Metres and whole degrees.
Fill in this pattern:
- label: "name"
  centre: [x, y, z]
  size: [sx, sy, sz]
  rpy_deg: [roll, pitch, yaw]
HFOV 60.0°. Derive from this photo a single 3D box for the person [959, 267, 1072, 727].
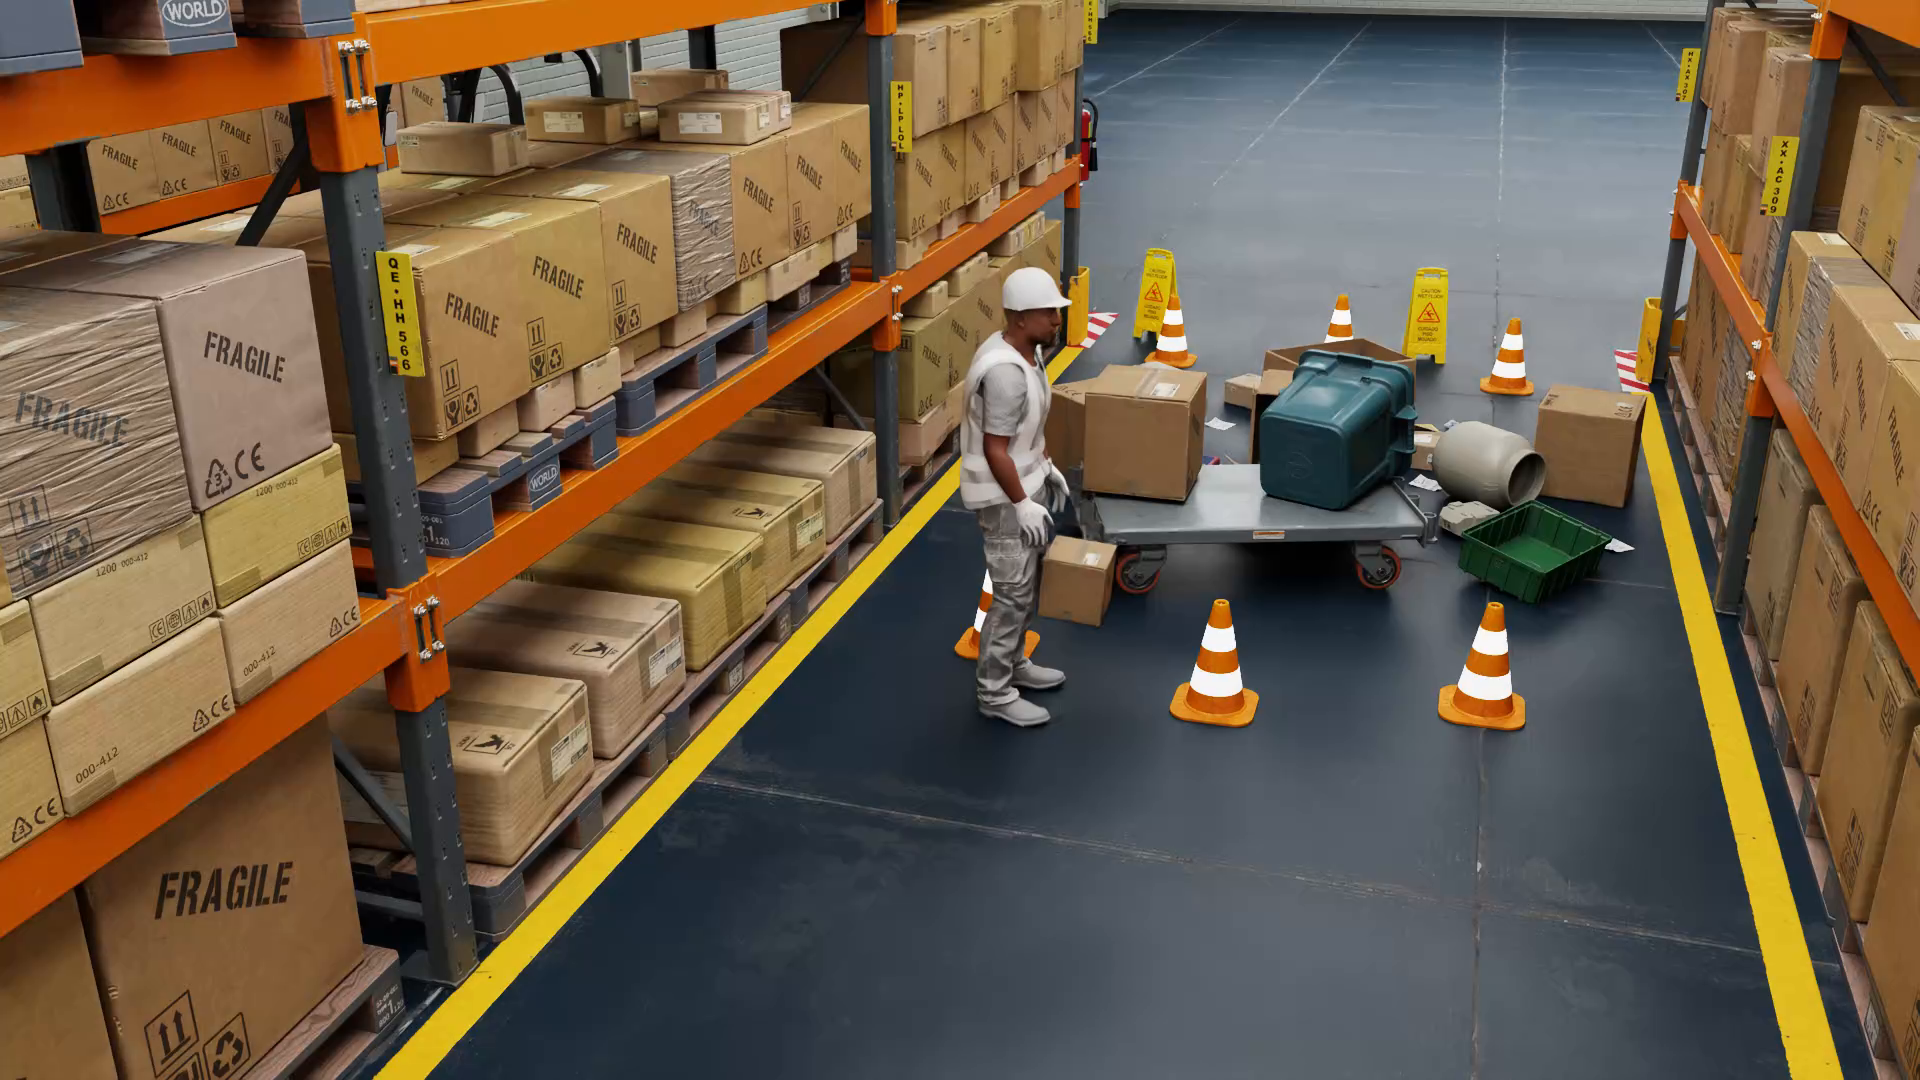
- label: "person"
  centre: [0.215, -0.184, 6.525]
  size: [0.411, 1.780, 0.575]
  rpy_deg: [5, 22, 13]
